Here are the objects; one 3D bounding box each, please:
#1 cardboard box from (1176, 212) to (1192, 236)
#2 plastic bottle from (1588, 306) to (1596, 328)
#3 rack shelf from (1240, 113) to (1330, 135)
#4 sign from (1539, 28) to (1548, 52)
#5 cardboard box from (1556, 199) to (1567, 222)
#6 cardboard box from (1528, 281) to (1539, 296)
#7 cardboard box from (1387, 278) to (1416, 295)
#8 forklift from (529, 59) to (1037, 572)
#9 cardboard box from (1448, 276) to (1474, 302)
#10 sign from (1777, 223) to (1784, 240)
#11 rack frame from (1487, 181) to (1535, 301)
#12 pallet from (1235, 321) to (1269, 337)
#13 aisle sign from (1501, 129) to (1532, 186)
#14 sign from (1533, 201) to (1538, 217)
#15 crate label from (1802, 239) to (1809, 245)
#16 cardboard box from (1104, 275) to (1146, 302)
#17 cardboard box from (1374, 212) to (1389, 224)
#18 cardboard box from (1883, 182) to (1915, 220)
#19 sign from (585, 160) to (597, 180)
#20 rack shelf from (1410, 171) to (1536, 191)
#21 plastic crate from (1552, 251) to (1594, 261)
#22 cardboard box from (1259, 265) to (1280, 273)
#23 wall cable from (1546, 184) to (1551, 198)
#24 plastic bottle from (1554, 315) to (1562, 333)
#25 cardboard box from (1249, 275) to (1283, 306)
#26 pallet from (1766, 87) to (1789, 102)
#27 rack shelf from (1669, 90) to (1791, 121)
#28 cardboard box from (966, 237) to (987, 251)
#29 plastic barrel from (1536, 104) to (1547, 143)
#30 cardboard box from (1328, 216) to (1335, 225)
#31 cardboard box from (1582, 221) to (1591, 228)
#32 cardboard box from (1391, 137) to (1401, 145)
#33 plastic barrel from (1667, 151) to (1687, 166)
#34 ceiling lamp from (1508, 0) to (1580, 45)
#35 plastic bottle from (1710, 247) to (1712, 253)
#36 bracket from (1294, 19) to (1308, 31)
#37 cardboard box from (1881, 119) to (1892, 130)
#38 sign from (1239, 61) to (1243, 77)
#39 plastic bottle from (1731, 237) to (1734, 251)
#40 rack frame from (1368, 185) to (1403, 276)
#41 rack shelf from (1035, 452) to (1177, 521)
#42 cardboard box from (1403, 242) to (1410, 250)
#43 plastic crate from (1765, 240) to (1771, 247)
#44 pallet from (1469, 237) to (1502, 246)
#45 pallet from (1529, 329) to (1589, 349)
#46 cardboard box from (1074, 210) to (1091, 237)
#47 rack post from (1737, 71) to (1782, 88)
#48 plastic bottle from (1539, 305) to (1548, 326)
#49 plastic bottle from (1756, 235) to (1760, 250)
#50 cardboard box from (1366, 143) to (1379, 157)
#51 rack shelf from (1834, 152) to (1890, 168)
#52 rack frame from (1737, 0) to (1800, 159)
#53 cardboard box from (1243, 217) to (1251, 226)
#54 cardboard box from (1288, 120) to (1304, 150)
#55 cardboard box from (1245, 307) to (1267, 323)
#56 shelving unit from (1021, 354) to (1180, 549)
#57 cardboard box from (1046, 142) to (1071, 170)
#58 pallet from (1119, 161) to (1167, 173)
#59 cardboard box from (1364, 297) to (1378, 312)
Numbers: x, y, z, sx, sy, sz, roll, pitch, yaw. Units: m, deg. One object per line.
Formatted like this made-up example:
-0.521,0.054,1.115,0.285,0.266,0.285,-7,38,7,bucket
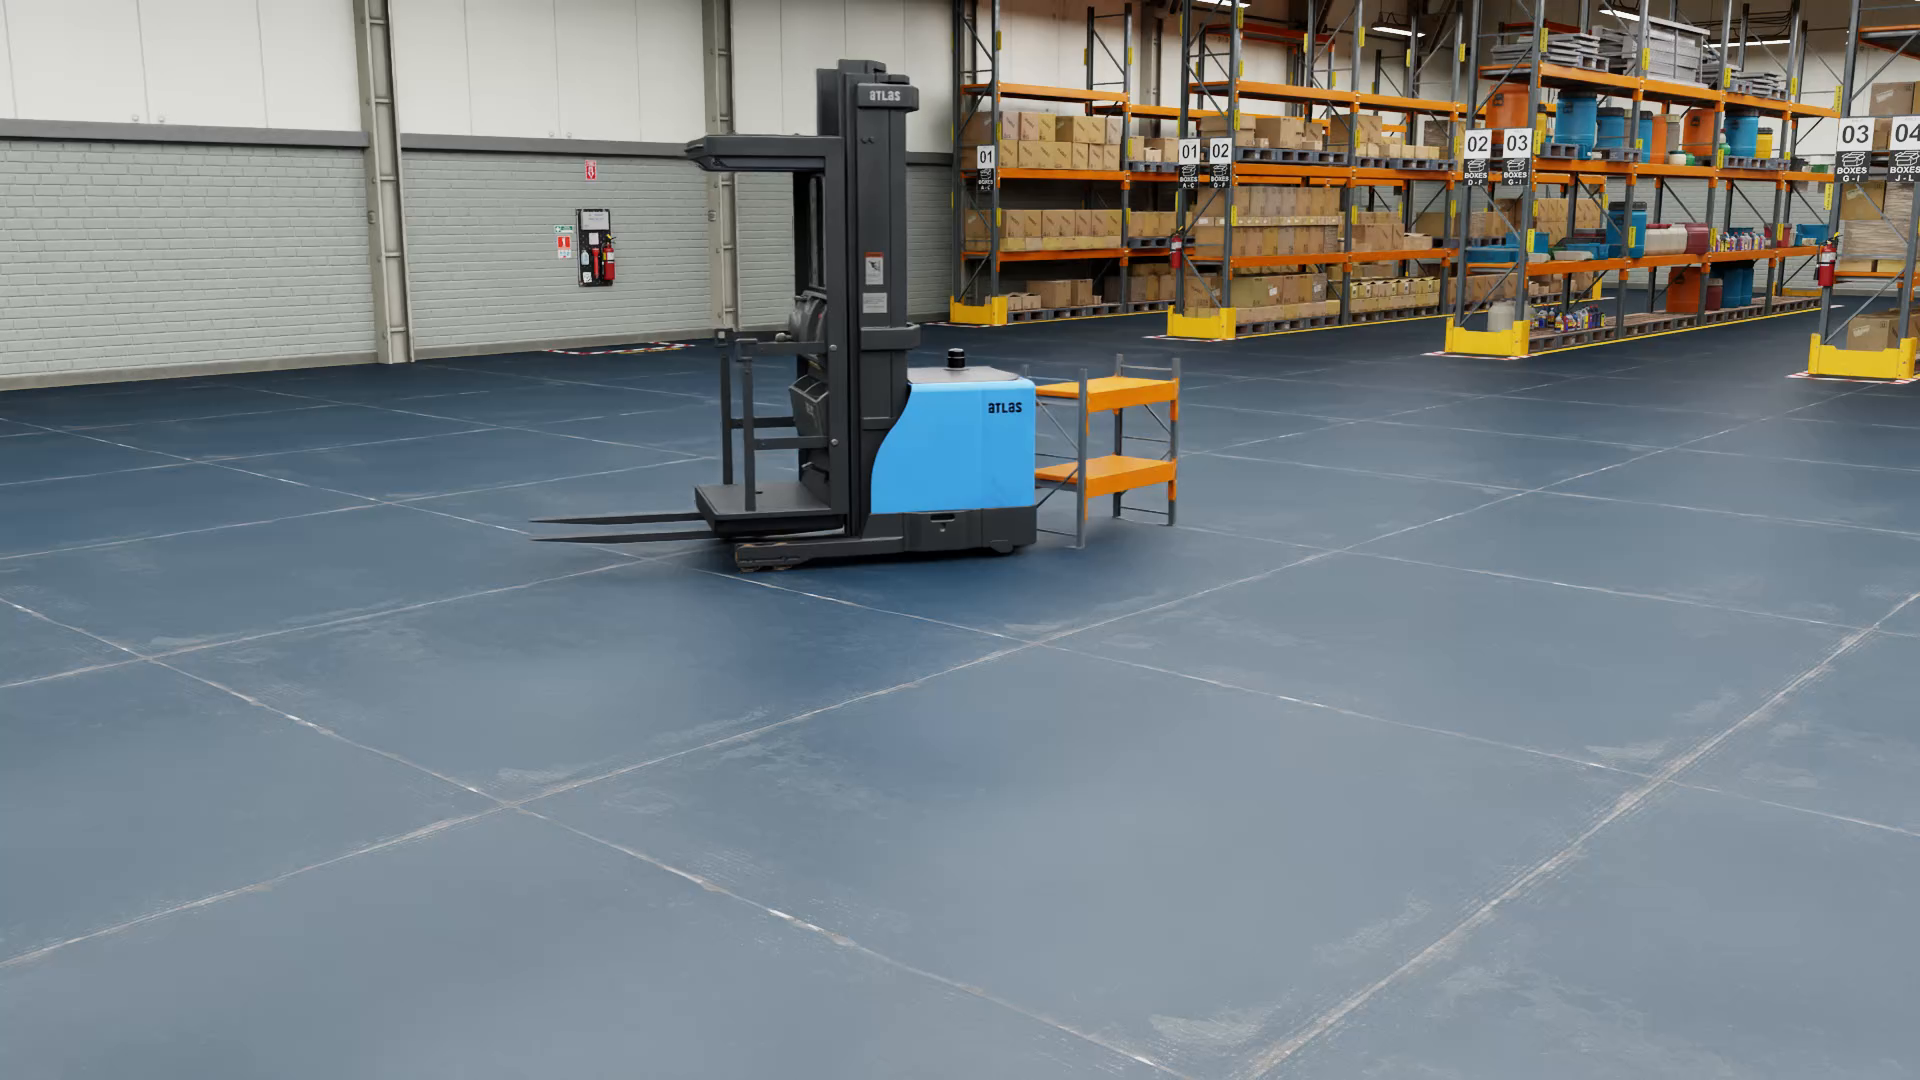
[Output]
4.462,-6.673,35.085,0.700,0.500,0.500,10,15,40,cardboard box
10.036,-3.552,26.477,0.144,0.351,0.185,9,14,38,plastic bottle
6.890,-9.352,37.418,1.077,0.370,4.000,10,15,40,rack shelf
8.142,-6.975,23.190,0.100,0.325,0.005,10,15,40,sign
13.136,-7.337,36.981,0.500,0.500,0.500,9,15,39,cardboard box
12.374,-5.545,36.554,0.500,0.311,0.500,10,15,40,cardboard box
8.459,-4.897,32.089,0.500,0.311,0.500,10,15,40,cardboard box
-1.101,-1.362,10.048,3.031,2.935,1.130,-3,12,-15,forklift
10.150,-5.123,33.960,0.500,0.500,0.500,9,14,38,cardboard box
16.064,-6.037,32.571,0.100,0.325,0.005,10,15,40,sign
11.934,-6.614,36.165,1.000,3.000,0.127,10,15,40,rack frame
4.486,-3.599,28.189,1.003,0.211,1.213,10,15,40,pallet
7.904,-5.433,23.619,0.394,0.787,0.004,10,15,40,aisle sign
12.353,-7.110,35.695,0.100,0.325,0.005,10,15,40,sign
17.523,-6.233,34.779,0.396,0.136,0.243,10,15,40,crate label
3.403,-5.177,34.231,0.700,0.500,0.500,10,15,42,cardboard box
10.050,-7.804,41.361,0.980,0.700,0.700,10,15,40,cardboard box
12.019,-4.298,21.002,0.500,0.500,0.500,10,15,40,cardboard box
-5.599,-5.610,25.221,0.001,0.298,0.199,10,15,40,sign
10.614,-7.437,34.468,1.077,0.370,4.000,10,15,40,rack shelf
9.490,-4.395,25.729,0.530,0.136,0.437,10,15,40,plastic crate
6.737,-6.036,37.690,0.750,0.750,0.750,10,15,40,cardboard box
14.853,-10.047,45.967,3.097,2.526,0.112,10,15,40,wall cable
9.162,-3.311,25.474,0.097,0.271,0.097,0,11,0,plastic bottle
5.183,-4.273,28.477,0.500,0.500,0.500,10,15,40,cardboard box
15.129,-8.500,31.797,1.003,0.211,1.213,10,15,40,pallet
14.332,-8.071,31.005,1.077,0.370,4.000,10,15,40,rack shelf
0.452,-5.518,31.012,0.500,0.250,0.500,10,15,41,cardboard box
8.388,-6.160,24.685,0.600,0.588,0.600,0,11,0,plastic barrel
6.470,-5.700,29.679,0.380,0.149,0.250,9,15,39,cardboard box
14.144,-7.073,38.211,0.500,0.500,0.500,10,15,41,cardboard box
10.573,-9.719,41.196,0.500,0.500,0.500,10,15,40,cardboard box
12.348,-6.570,28.641,0.301,0.262,0.301,0,11,0,plastic barrel
14.520,-13.715,41.498,2.000,3.185,0.800,10,15,40,ceiling lamp
13.540,-5.345,30.131,0.152,0.276,0.135,10,15,40,plastic bottle
8.016,-12.068,38.969,0.235,0.232,0.430,10,15,40,bracket
11.661,-5.264,21.114,0.380,0.149,0.250,9,14,39,cardboard box
5.984,-10.035,35.392,0.100,0.325,0.005,10,15,40,sign
14.400,-5.526,31.050,0.097,0.271,0.097,0,11,0,plastic bottle
10.851,-7.842,42.315,1.000,3.000,0.127,10,15,40,rack frame
0.921,-0.362,10.902,0.538,0.278,1.000,10,15,40,rack shelf
8.494,-5.707,32.267,0.250,0.149,0.380,-11,16,-43,cardboard box
16.067,-5.923,33.226,0.396,0.136,0.243,10,15,40,plastic crate
10.574,-6.218,34.673,1.003,0.211,1.213,10,15,40,pallet
9.092,-3.154,25.965,1.003,0.211,1.213,10,15,40,pallet
2.184,-6.124,32.131,0.500,0.500,0.500,9,15,39,cardboard box
15.073,-8.758,31.775,0.937,0.300,0.954,9,15,39,rack post
9.402,-3.619,26.814,0.144,0.351,0.185,9,14,38,plastic bottle
15.394,-5.758,32.199,0.152,0.276,0.135,10,15,40,plastic bottle
7.428,-7.210,30.806,0.500,0.250,0.500,8,14,35,cardboard box
12.772,-4.979,22.160,1.077,0.370,4.000,10,15,40,rack shelf
15.652,-8.914,32.368,1.000,3.000,0.127,10,15,40,rack frame
4.606,-5.284,27.598,0.380,0.149,0.250,9,15,39,cardboard box
5.471,-7.007,28.782,0.637,0.503,0.797,-10,15,-41,cardboard box
4.861,-3.830,28.175,0.500,0.250,0.500,10,15,40,cardboard box
0.921,-0.602,10.854,0.538,1.125,1.048,10,15,40,shelving unit
1.757,-7.267,31.474,0.500,0.500,0.500,11,16,44,cardboard box
3.417,-7.532,33.586,1.213,0.211,1.003,10,15,40,pallet
7.444,-4.396,31.013,0.500,0.250,0.500,10,15,42,cardboard box
